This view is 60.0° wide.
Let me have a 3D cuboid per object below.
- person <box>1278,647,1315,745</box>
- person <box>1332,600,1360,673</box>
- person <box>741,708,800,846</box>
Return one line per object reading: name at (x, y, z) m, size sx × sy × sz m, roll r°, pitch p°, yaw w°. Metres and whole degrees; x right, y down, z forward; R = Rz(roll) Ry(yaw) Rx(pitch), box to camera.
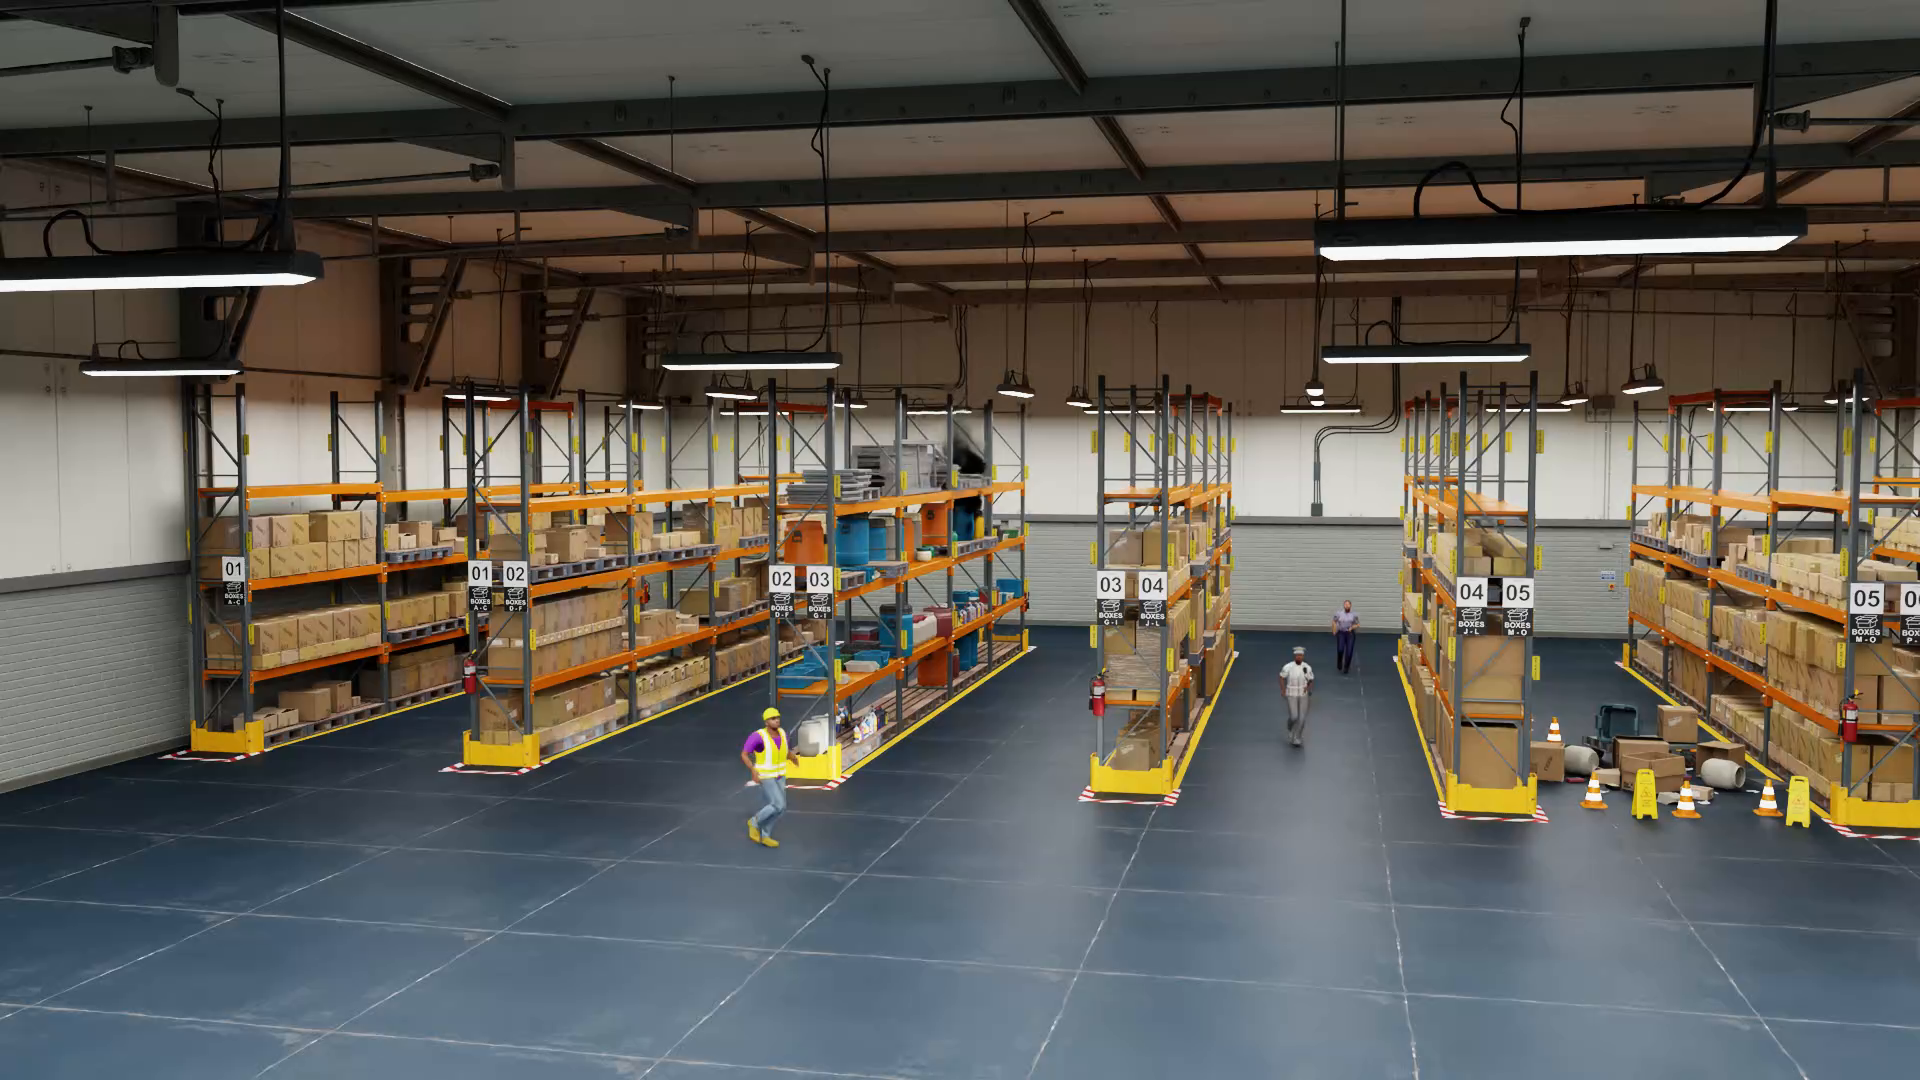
person at (5.608, 2.592, 27.604) m, size 0.572 × 1.652 × 0.559 m, roll 0°, pitch 3°, yaw 2°
person at (8.447, 2.118, 36.386) m, size 0.593 × 1.607 × 0.560 m, roll 1°, pitch 3°, yaw 11°
person at (-2.314, 2.950, 20.718) m, size 0.594 × 1.729 × 0.681 m, roll 3°, pitch 4°, yaw 38°
